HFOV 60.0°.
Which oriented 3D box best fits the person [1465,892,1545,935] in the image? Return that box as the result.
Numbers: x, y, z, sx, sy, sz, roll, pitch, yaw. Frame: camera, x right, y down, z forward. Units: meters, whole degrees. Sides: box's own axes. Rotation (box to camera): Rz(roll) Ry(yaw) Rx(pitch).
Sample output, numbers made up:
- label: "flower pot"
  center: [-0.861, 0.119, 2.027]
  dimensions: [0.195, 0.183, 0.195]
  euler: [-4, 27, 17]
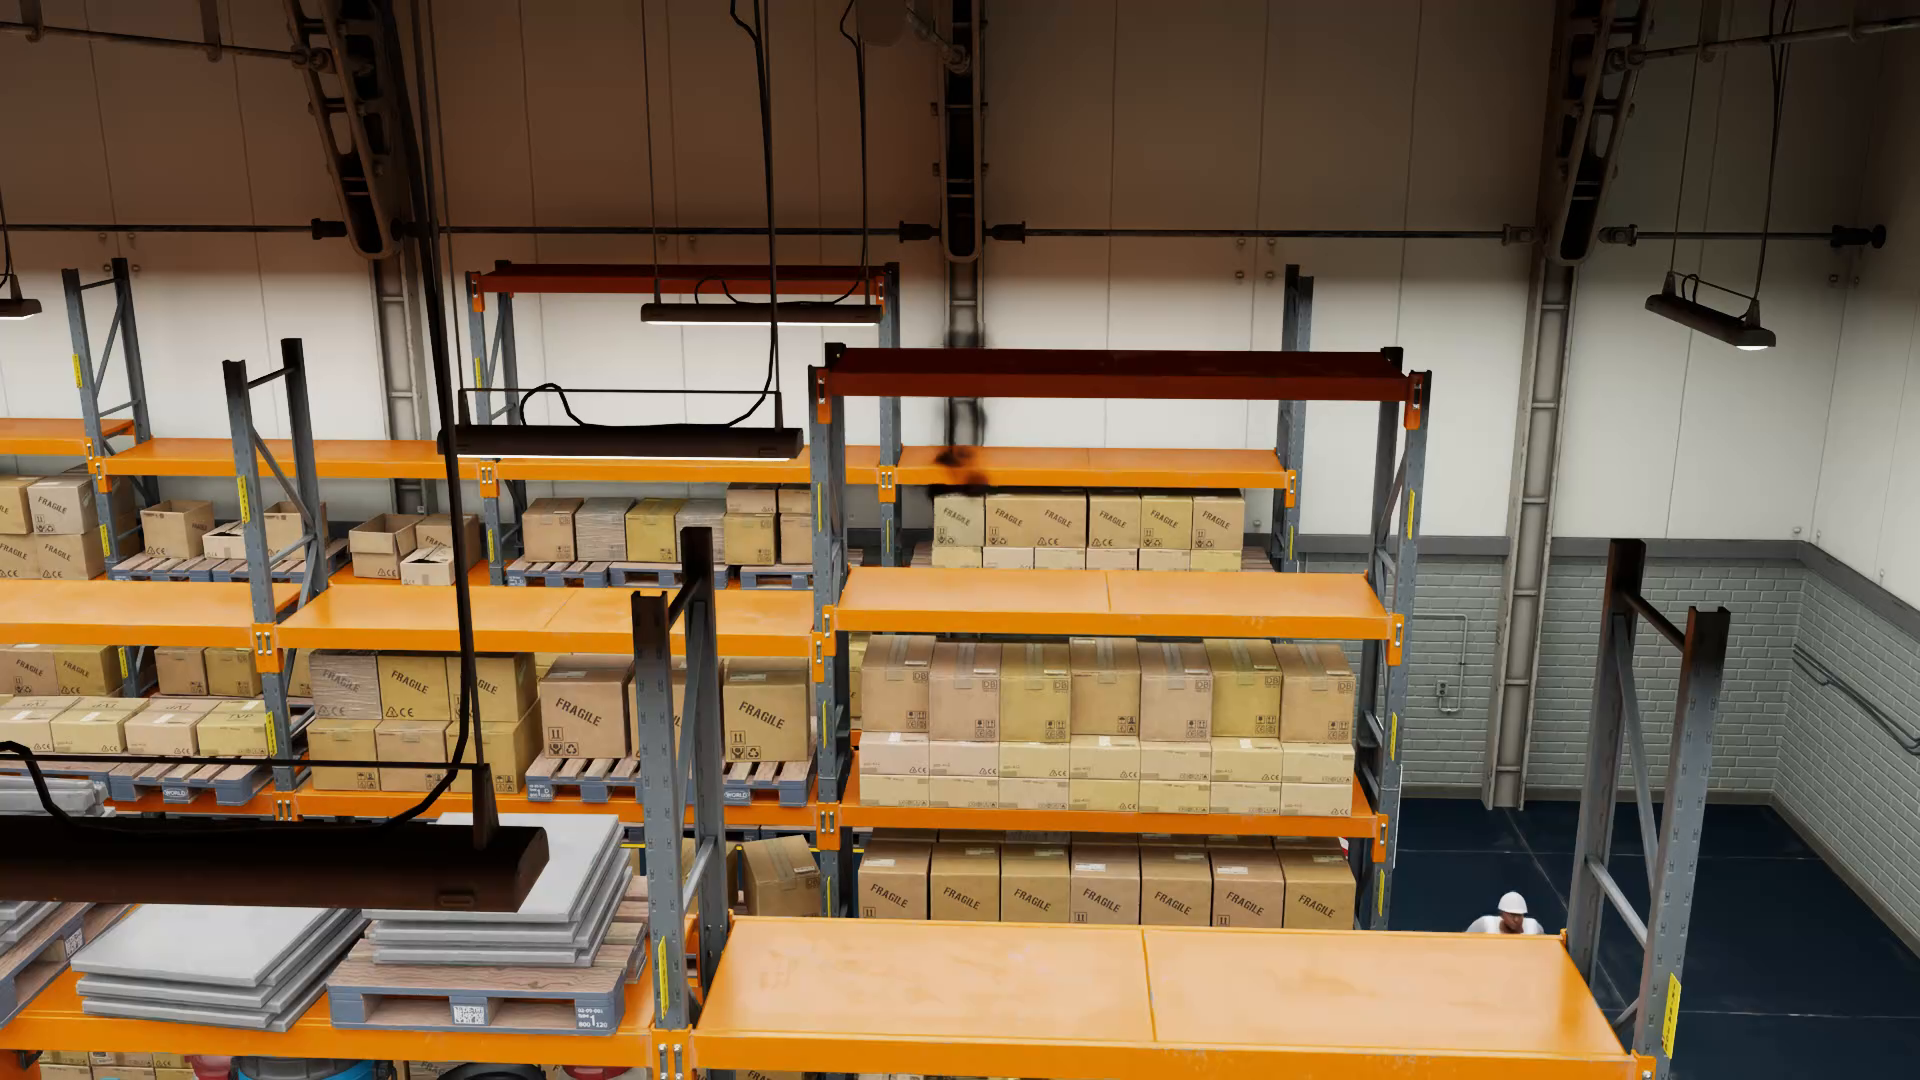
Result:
- label: "person"
  center: [4.326, 3.547, 13.362]
  dimensions: [0.665, 1.753, 0.772]
  euler: [2, 16, 6]
